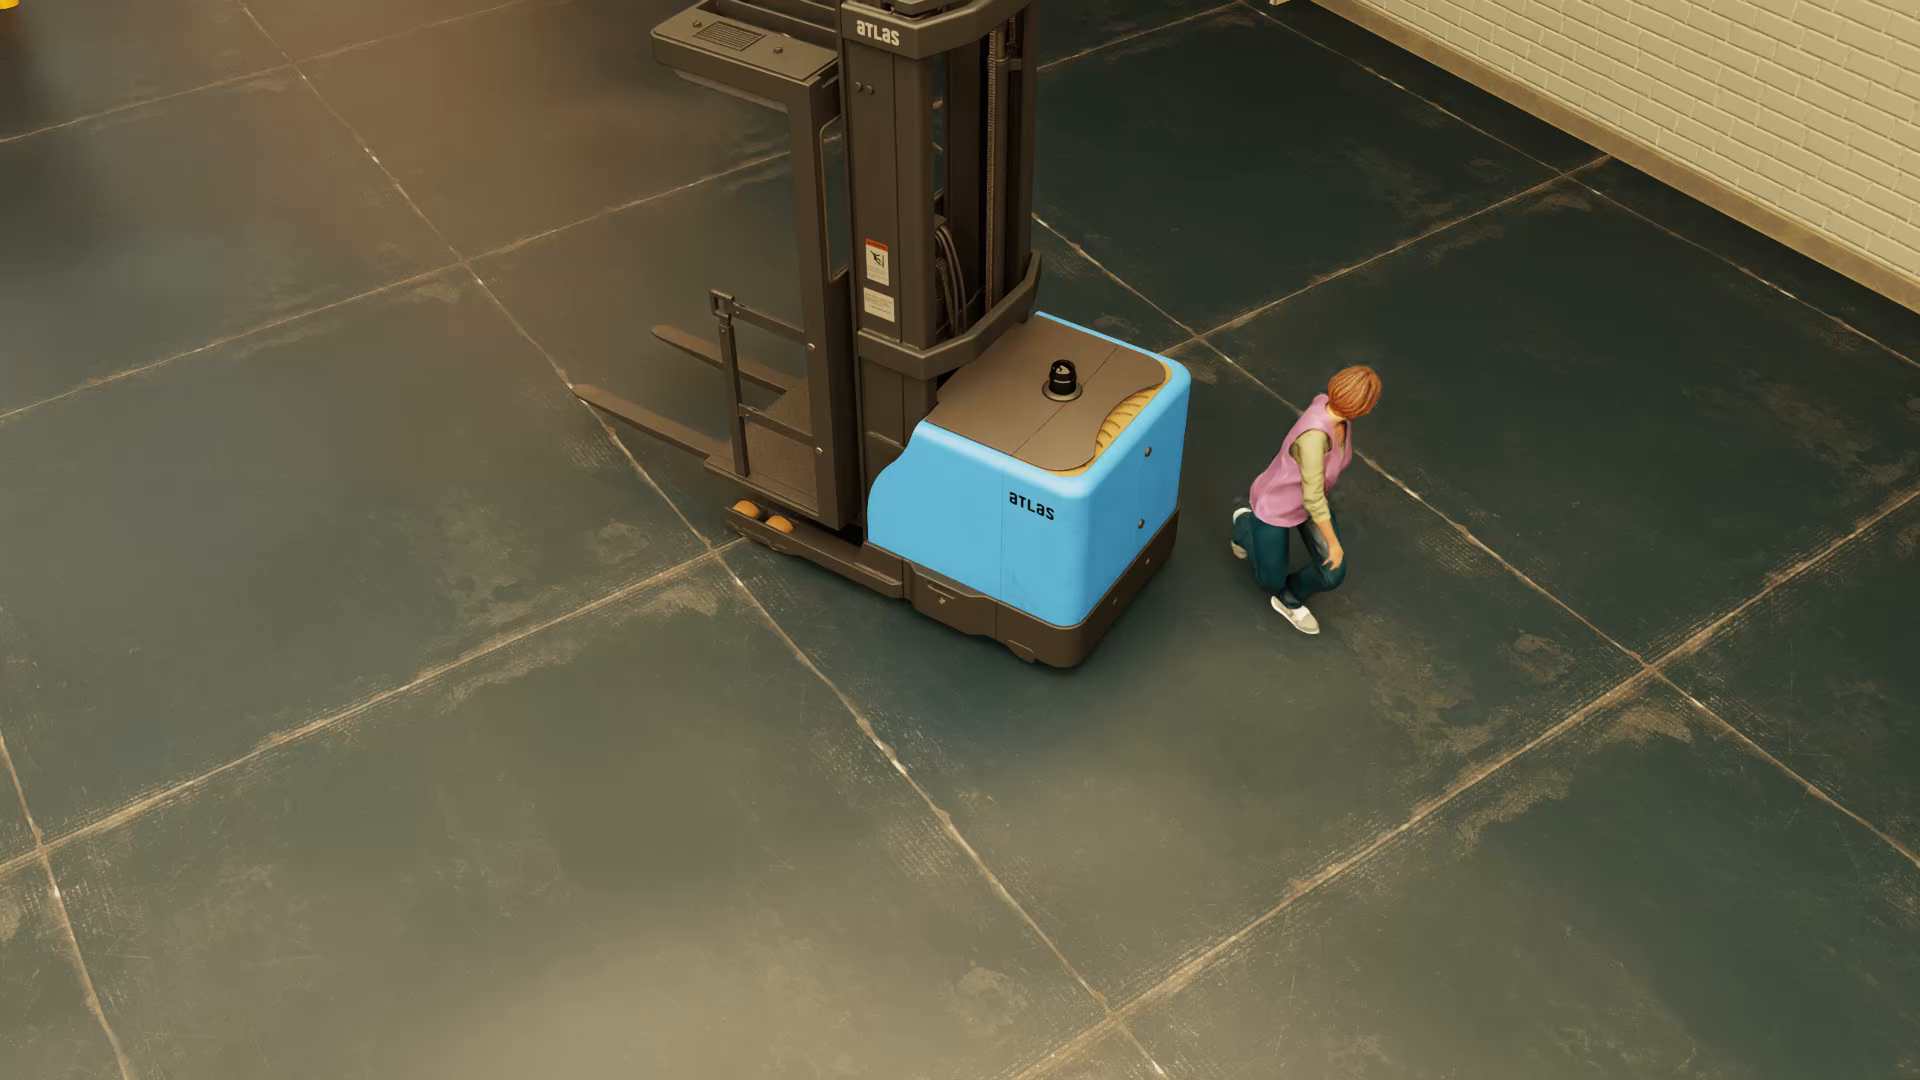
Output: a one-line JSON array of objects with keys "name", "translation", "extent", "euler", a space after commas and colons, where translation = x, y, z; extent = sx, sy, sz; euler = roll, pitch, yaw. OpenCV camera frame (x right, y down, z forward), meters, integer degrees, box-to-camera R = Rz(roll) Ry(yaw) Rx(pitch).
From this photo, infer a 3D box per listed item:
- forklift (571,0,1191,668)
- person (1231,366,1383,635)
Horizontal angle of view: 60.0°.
[{"name": "forklift", "translation": [-0.511, -1.302, 7.129], "extent": [3.031, 2.935, 1.130], "euler": [24, 48, 24]}, {"name": "person", "translation": [1.481, -0.219, 7.129], "extent": [0.543, 1.375, 0.730], "euler": [-26, 48, -25]}]
